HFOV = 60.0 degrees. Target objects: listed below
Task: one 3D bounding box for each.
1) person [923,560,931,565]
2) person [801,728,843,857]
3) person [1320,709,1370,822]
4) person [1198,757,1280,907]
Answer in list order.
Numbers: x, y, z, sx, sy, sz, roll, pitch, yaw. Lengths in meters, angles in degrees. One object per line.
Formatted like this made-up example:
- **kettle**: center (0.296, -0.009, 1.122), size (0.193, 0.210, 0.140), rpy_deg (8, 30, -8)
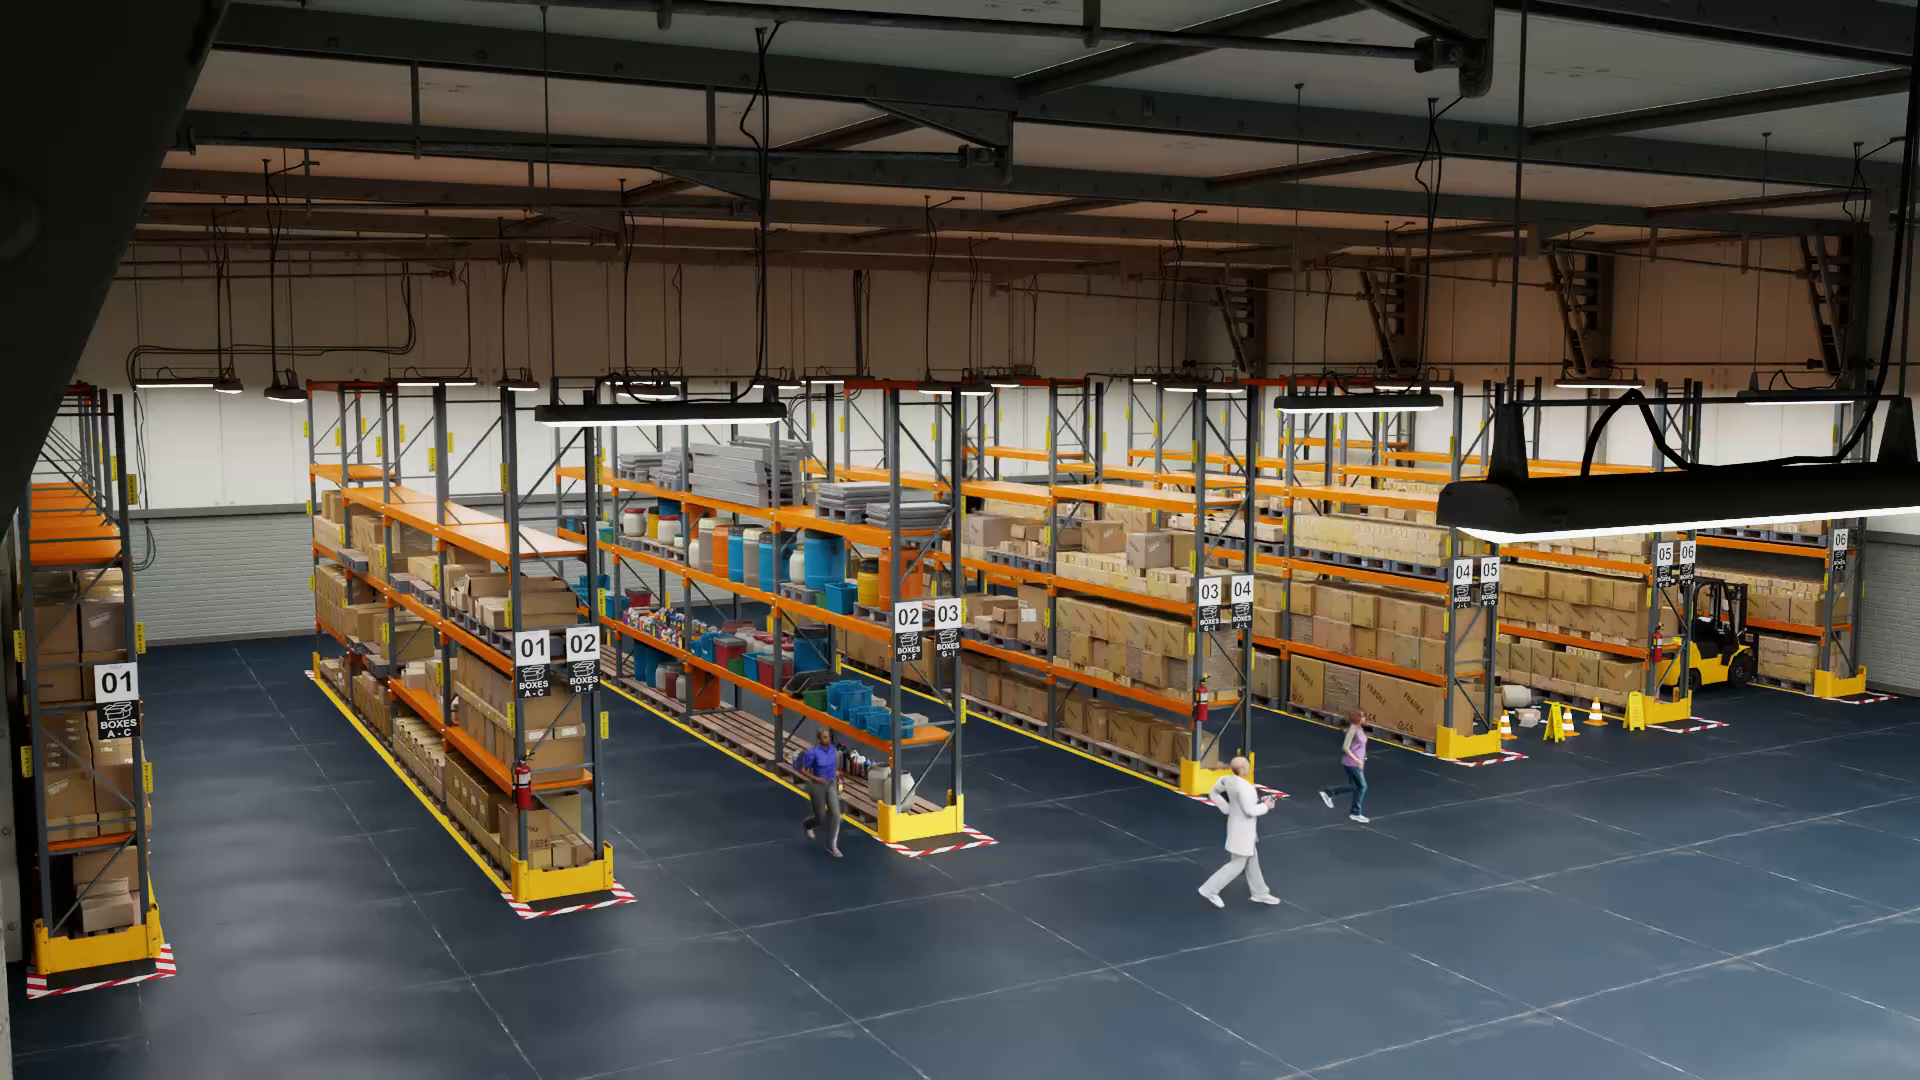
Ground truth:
- **person**: center (-0.850, 1.309, 39.675), size (0.651, 1.701, 0.834), rpy_deg (-1, 6, -8)
- **person**: center (-1.796, 3.243, 21.580), size (0.616, 1.657, 0.784), rpy_deg (-5, 8, -37)
- **person**: center (5.351, 3.107, 23.059), size (0.687, 1.590, 0.529), rpy_deg (2, 6, 20)
- **person**: center (3.242, 3.376, 19.191), size (1.034, 1.784, 0.701), rpy_deg (-1, 6, -9)
